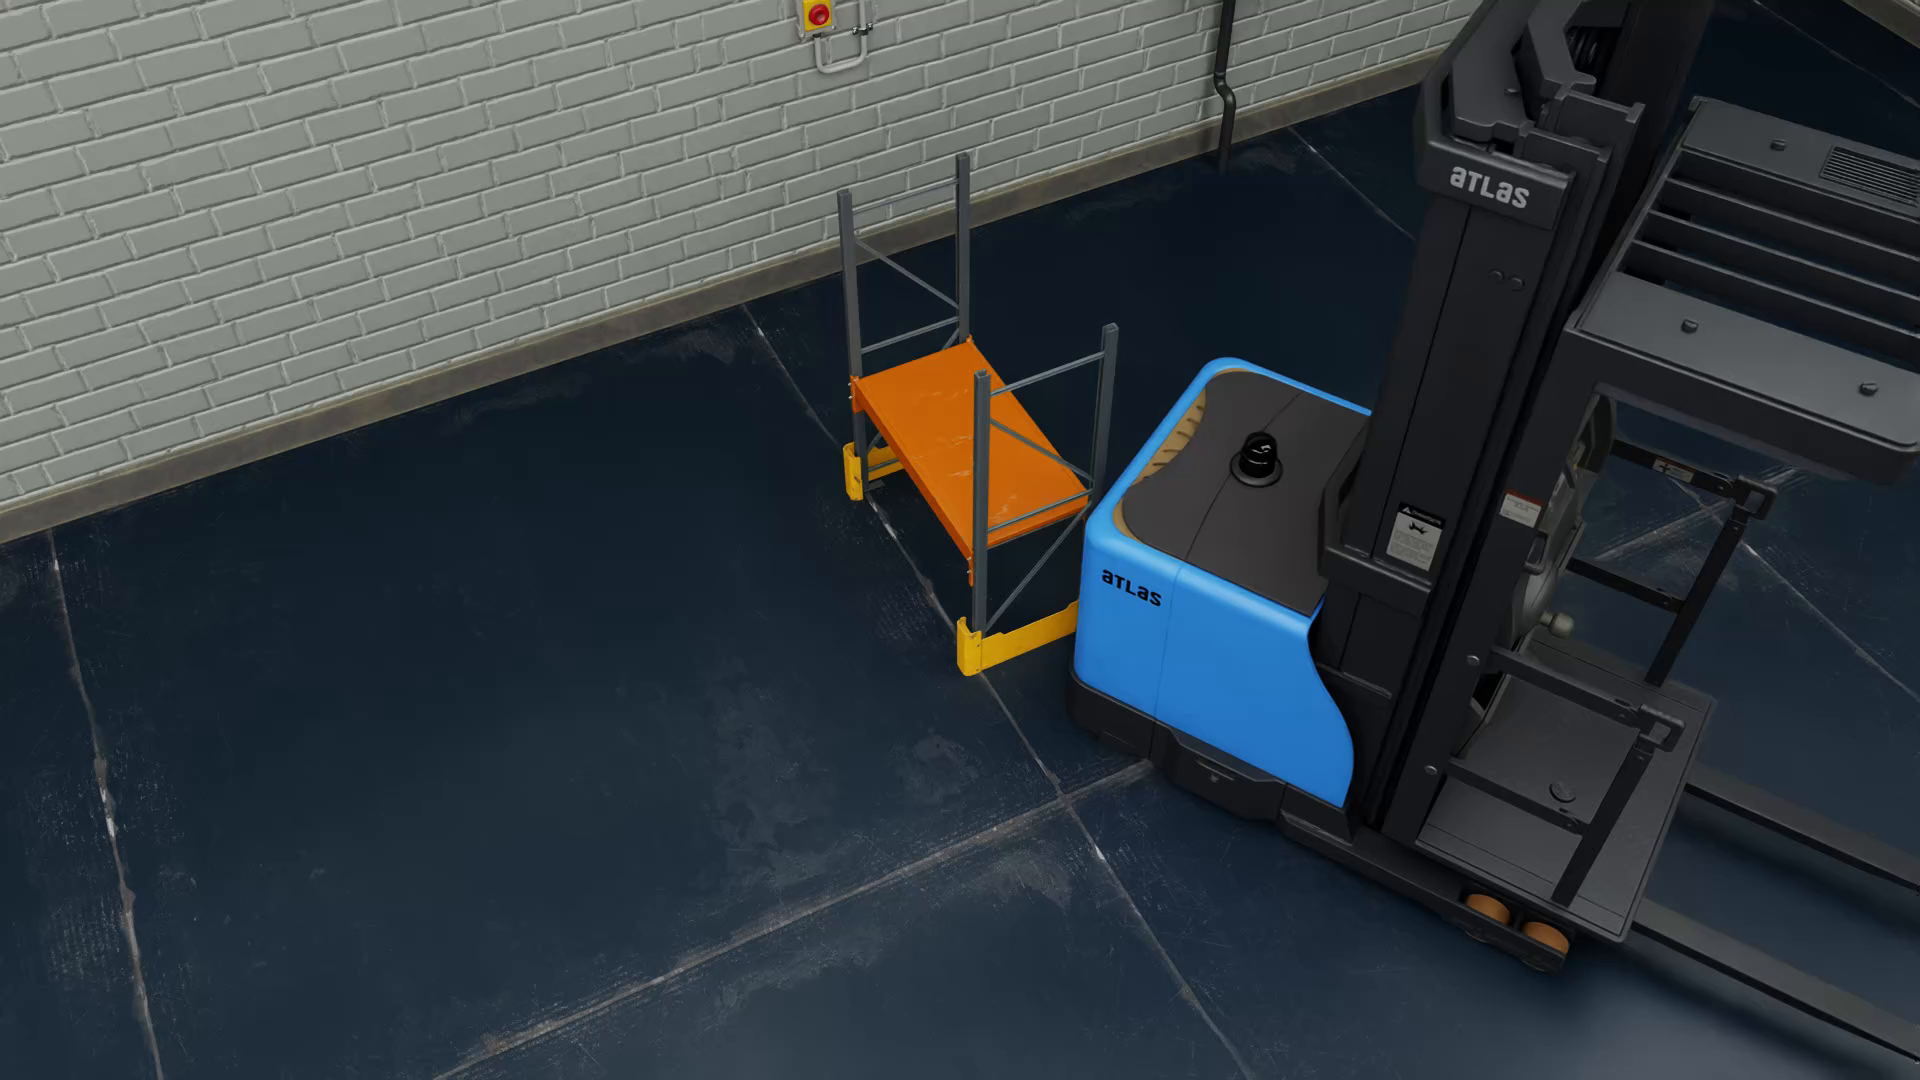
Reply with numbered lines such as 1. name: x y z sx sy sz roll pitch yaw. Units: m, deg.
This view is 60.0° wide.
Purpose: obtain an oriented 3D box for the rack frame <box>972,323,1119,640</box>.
1. rack frame: 0.272 -0.096 5.731 0.500 1.500 0.032 -21 52 -18

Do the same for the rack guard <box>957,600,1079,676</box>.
1. rack guard: 0.263 0.302 6.212 0.587 0.250 0.087 -21 52 -18

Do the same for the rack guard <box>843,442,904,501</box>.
1. rack guard: -0.193 -0.365 6.795 0.587 0.250 0.087 -21 52 -18

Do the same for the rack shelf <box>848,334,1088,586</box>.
1. rack shelf: 0.039 -0.318 6.164 0.538 0.185 1.000 -21 52 -18

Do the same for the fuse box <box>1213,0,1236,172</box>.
1. fuse box: 1.333 -2.395 7.601 0.539 1.711 0.414 -21 52 -18

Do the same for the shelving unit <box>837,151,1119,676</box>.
1. shelving unit: 0.035 -0.443 6.033 0.587 1.500 1.083 -21 52 -18

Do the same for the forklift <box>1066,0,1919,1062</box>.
1. forklift: 1.907 -0.027 4.719 3.031 2.935 1.130 25 53 20

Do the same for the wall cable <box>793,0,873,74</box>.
1. wall cable: -0.602 -2.538 6.174 0.585 1.953 0.123 -21 52 -18

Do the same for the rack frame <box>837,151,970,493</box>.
1. rack frame: -0.194 -0.777 6.326 0.500 1.500 0.032 -21 52 -18
